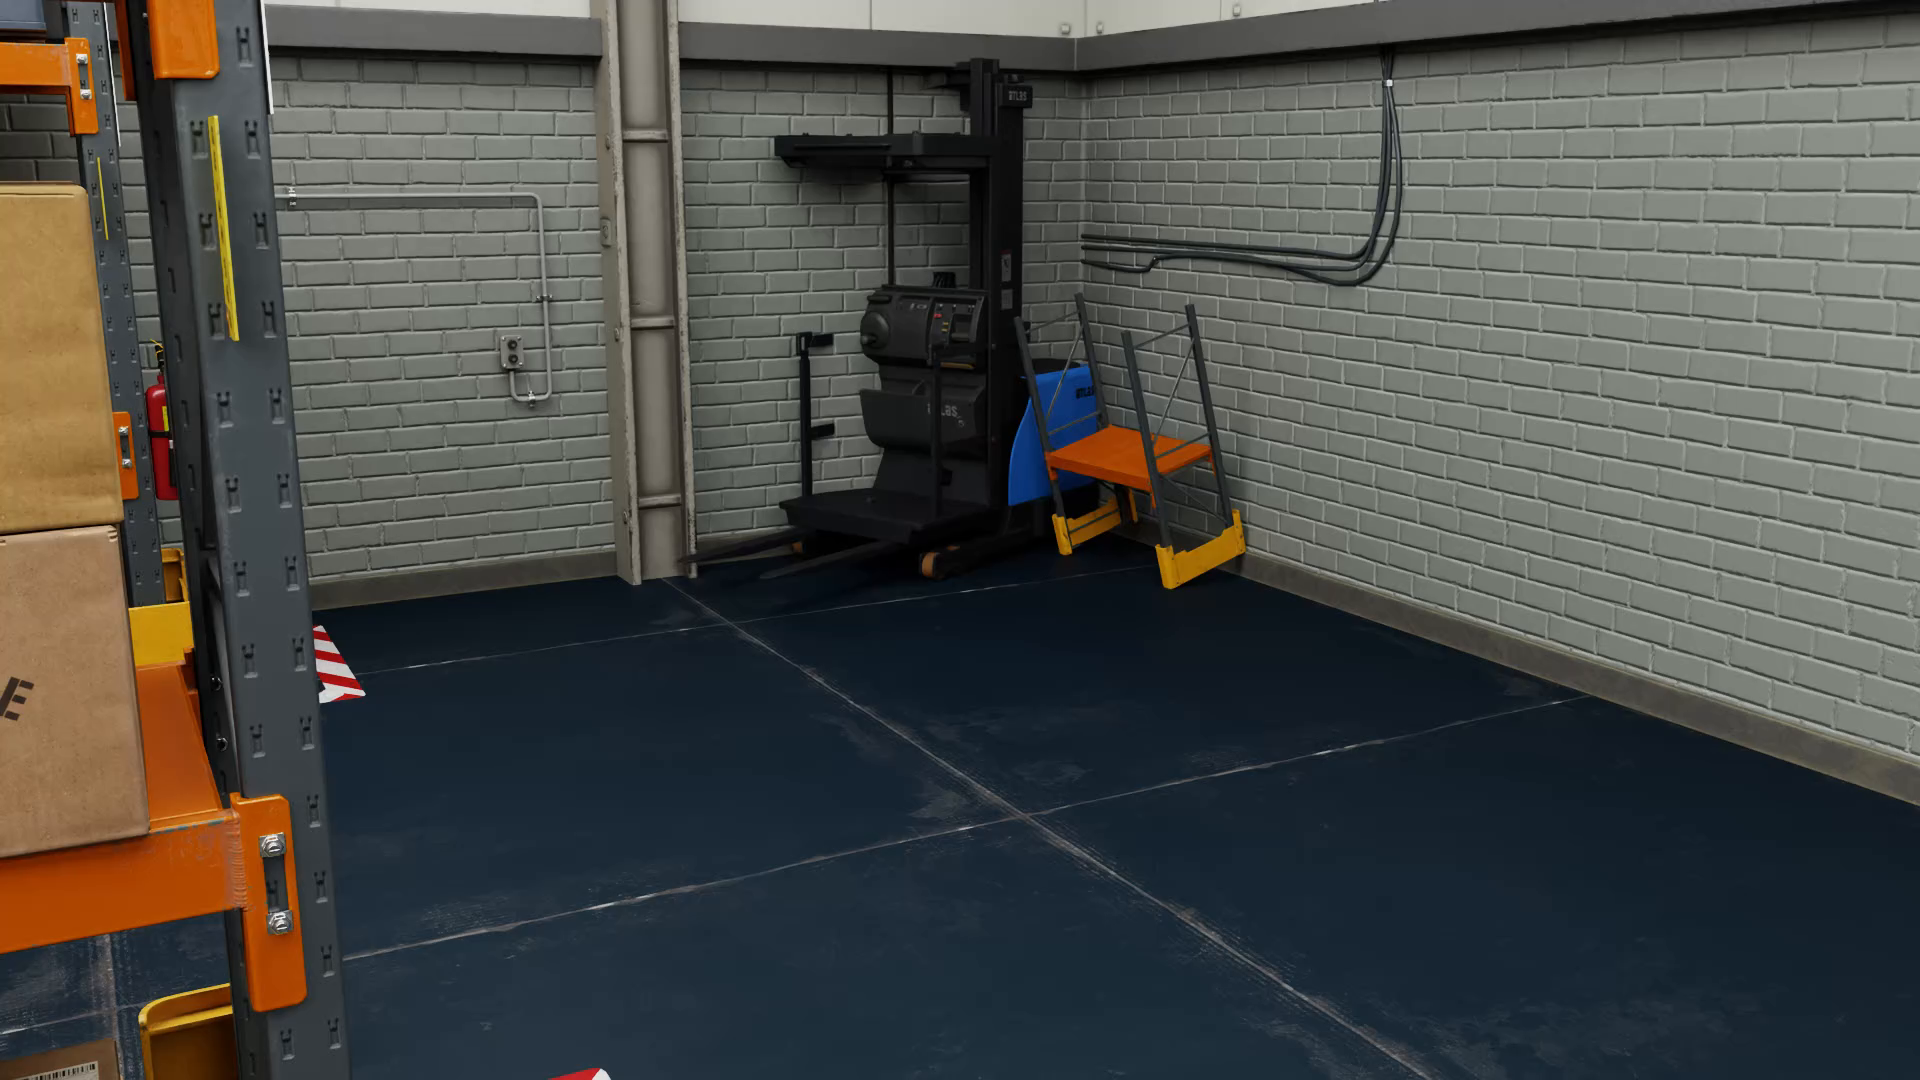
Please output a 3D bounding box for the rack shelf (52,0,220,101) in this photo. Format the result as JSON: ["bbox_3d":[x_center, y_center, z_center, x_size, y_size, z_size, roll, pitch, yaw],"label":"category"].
[{"bbox_3d":[-3.100,-0.754,1.935,4.000,0.370,1.077,-7,14,-28],"label":"rack shelf"}]

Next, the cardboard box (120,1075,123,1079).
[{"bbox_3d":[-1.876,1.302,3.483,0.250,0.149,0.380,-7,14,-28],"label":"cardboard box"}]

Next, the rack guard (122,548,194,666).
[{"bbox_3d":[-3.700,0.411,7.646,0.348,0.500,1.175,-7,14,-28],"label":"rack guard"}]

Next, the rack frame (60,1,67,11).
[{"bbox_3d":[-3.721,-3.733,6.701,0.127,3.000,1.000,-7,14,-28],"label":"rack frame"}]

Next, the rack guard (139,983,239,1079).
[{"bbox_3d":[-1.411,1.375,3.359,0.348,0.500,1.175,-7,14,-28],"label":"rack guard"}]

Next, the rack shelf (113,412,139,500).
[{"bbox_3d":[-5.476,-0.245,6.504,4.000,0.370,1.077,-7,14,-28],"label":"rack shelf"}]

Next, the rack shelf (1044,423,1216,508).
[{"bbox_3d":[1.003,-0.449,9.740,0.538,0.185,1.000,-25,23,-27],"label":"rack shelf"}]

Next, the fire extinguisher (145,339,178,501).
[{"bbox_3d":[-3.367,-0.514,7.085,0.183,0.674,0.296,-7,14,-28],"label":"fire extinguisher"}]

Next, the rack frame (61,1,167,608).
[{"bbox_3d":[-3.721,-0.806,7.360,0.127,3.000,1.000,-7,14,-28],"label":"rack frame"}]

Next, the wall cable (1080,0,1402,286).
[{"bbox_3d":[1.415,-2.744,9.380,0.112,2.526,3.097,-7,14,-28],"label":"wall cable"}]

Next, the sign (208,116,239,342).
[{"bbox_3d":[-1.096,-0.462,2.473,0.005,0.325,0.100,-7,14,-28],"label":"sign"}]

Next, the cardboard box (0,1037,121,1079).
[{"bbox_3d":[-1.703,1.257,2.881,0.500,0.500,0.500,-7,14,-28],"label":"cardboard box"}]

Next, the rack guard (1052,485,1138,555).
[{"bbox_3d":[0.840,-0.133,10.297,0.587,0.250,0.087,-25,23,-27],"label":"rack guard"}]

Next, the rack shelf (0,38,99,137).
[{"bbox_3d":[-5.476,-1.708,6.175,4.000,0.370,1.077,-7,14,-28],"label":"rack shelf"}]

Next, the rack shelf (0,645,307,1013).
[{"bbox_3d":[-3.100,0.709,2.264,4.000,0.370,1.077,-7,14,-28],"label":"rack shelf"}]

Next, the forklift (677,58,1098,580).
[{"bbox_3d":[-0.375,-1.319,9.796,1.130,2.935,3.031,9,16,36],"label":"forklift"}]

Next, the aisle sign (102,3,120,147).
[{"bbox_3d":[-3.514,-2.024,6.851,0.004,0.787,0.394,-7,14,-28],"label":"aisle sign"}]

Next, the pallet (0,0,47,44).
[{"bbox_3d":[-4.367,-2.146,6.685,1.213,0.211,1.003,-7,14,-28],"label":"pallet"}]

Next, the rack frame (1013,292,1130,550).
[{"bbox_3d":[0.689,-0.705,10.095,0.500,1.500,0.032,-25,23,-27],"label":"rack frame"}]

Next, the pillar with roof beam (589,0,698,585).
[{"bbox_3d":[0.297,-3.354,5.018,0.400,9.000,9.100,-7,14,-28],"label":"pillar with roof beam"}]

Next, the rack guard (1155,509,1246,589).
[{"bbox_3d":[1.377,0.049,9.479,0.587,0.250,0.087,-25,23,-27],"label":"rack guard"}]

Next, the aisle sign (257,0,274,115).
[{"bbox_3d":[-1.137,-1.068,2.604,0.004,0.787,0.394,-7,14,-28],"label":"aisle sign"}]

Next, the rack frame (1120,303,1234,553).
[{"bbox_3d":[1.237,-0.520,9.259,0.500,1.500,0.032,-25,23,-27],"label":"rack frame"}]

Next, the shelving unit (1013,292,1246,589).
[{"bbox_3d":[0.968,-0.611,9.670,0.587,1.500,1.083,-25,23,-27],"label":"shelving unit"}]

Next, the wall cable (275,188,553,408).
[{"bbox_3d":[-3.050,-1.619,8.657,1.851,1.984,0.084,-7,14,-28],"label":"wall cable"}]

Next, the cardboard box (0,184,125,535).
[{"bbox_3d":[-1.603,-0.289,2.556,0.500,0.500,0.500,-7,14,-28],"label":"cardboard box"}]

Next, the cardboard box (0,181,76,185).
[{"bbox_3d":[-1.860,-0.393,3.018,0.500,0.500,0.500,-6,14,-26],"label":"cardboard box"}]

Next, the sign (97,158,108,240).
[{"bbox_3d":[-3.473,-1.381,6.736,0.005,0.325,0.100,-7,14,-28],"label":"sign"}]

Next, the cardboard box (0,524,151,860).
[{"bbox_3d":[-1.607,0.199,2.666,0.500,0.500,0.500,-6,14,-26],"label":"cardboard box"}]
